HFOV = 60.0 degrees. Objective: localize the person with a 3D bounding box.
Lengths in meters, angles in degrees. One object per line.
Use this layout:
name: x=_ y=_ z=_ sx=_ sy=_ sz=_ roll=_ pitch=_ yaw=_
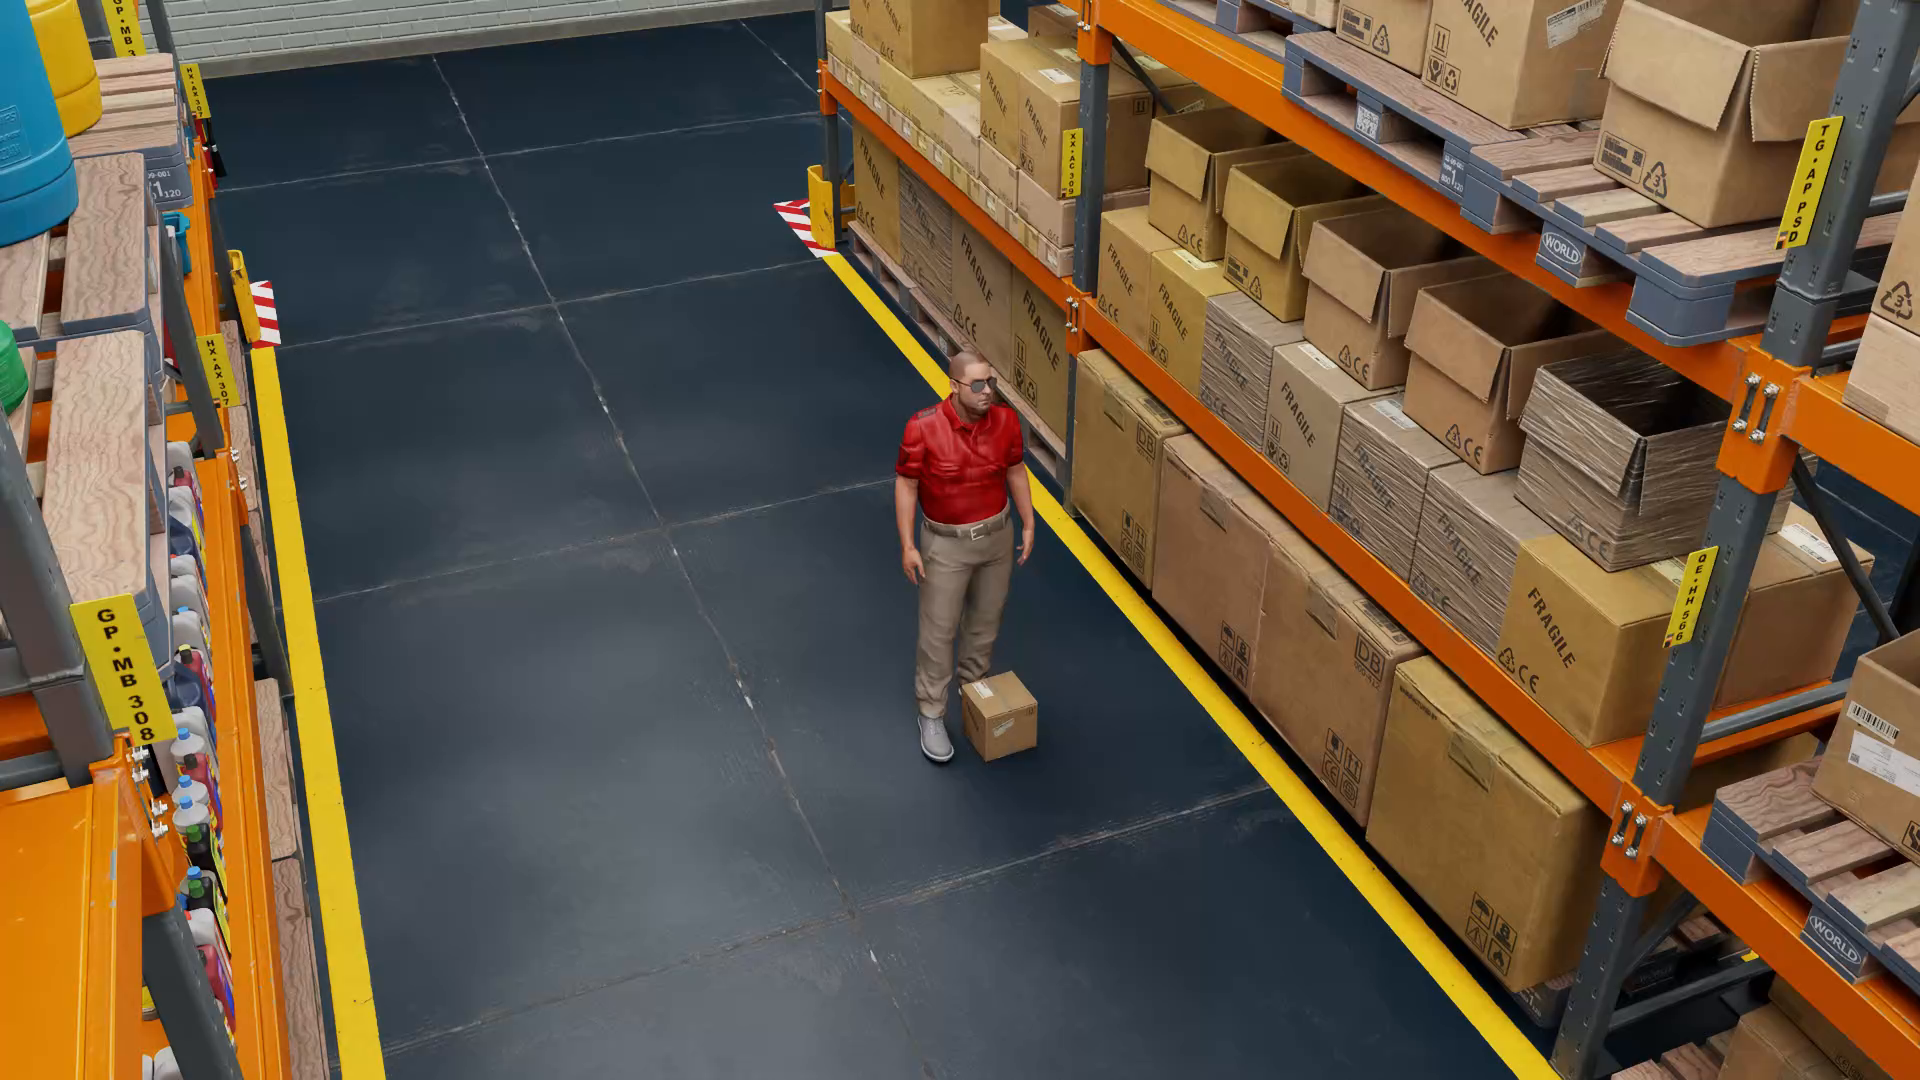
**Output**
person: x=0.060 y=0.056 z=7.053 sx=0.642 sy=1.729 sz=0.550 roll=-14 pitch=36 yaw=-20
